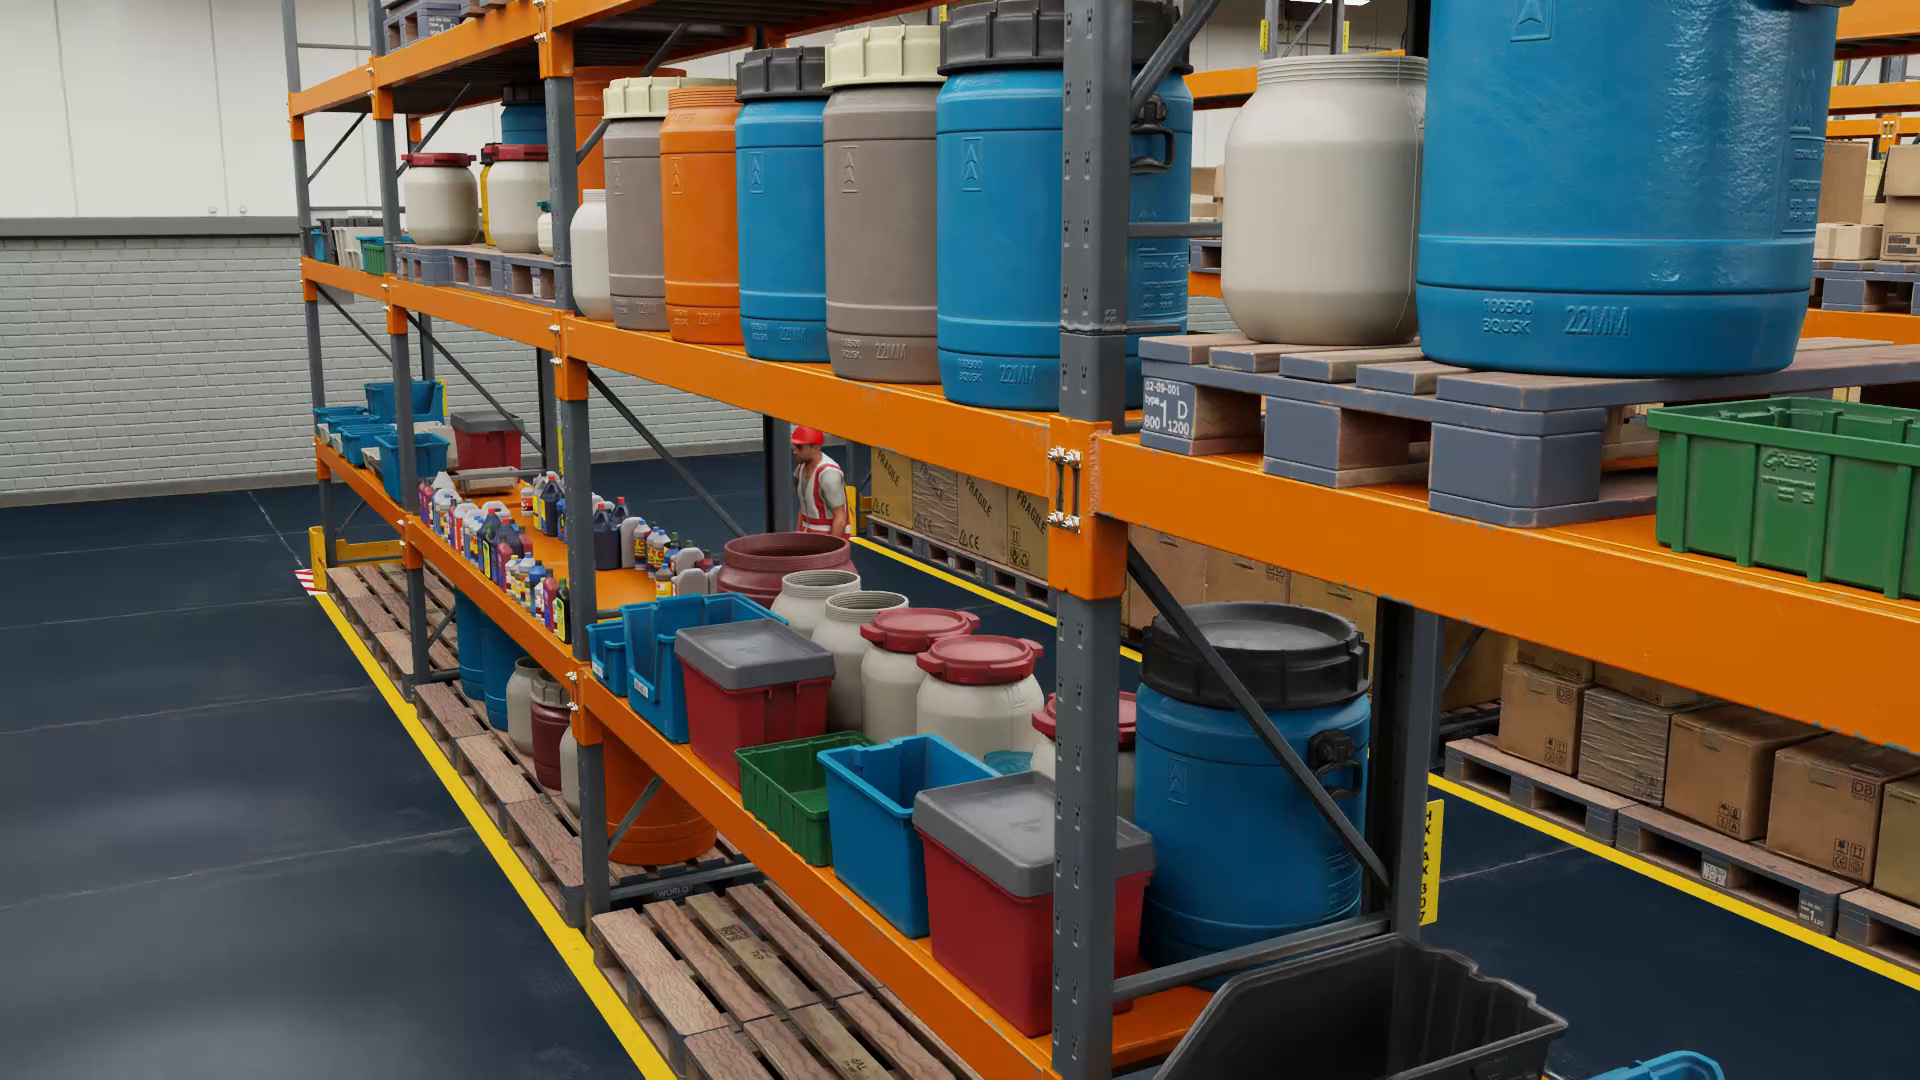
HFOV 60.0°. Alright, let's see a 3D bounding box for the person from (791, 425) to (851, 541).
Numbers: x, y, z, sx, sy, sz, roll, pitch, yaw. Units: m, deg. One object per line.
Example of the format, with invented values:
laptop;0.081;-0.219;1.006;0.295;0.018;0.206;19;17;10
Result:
person;-1.014;0.049;11.674;0.452;1.778;0.613;-7;14;-31
